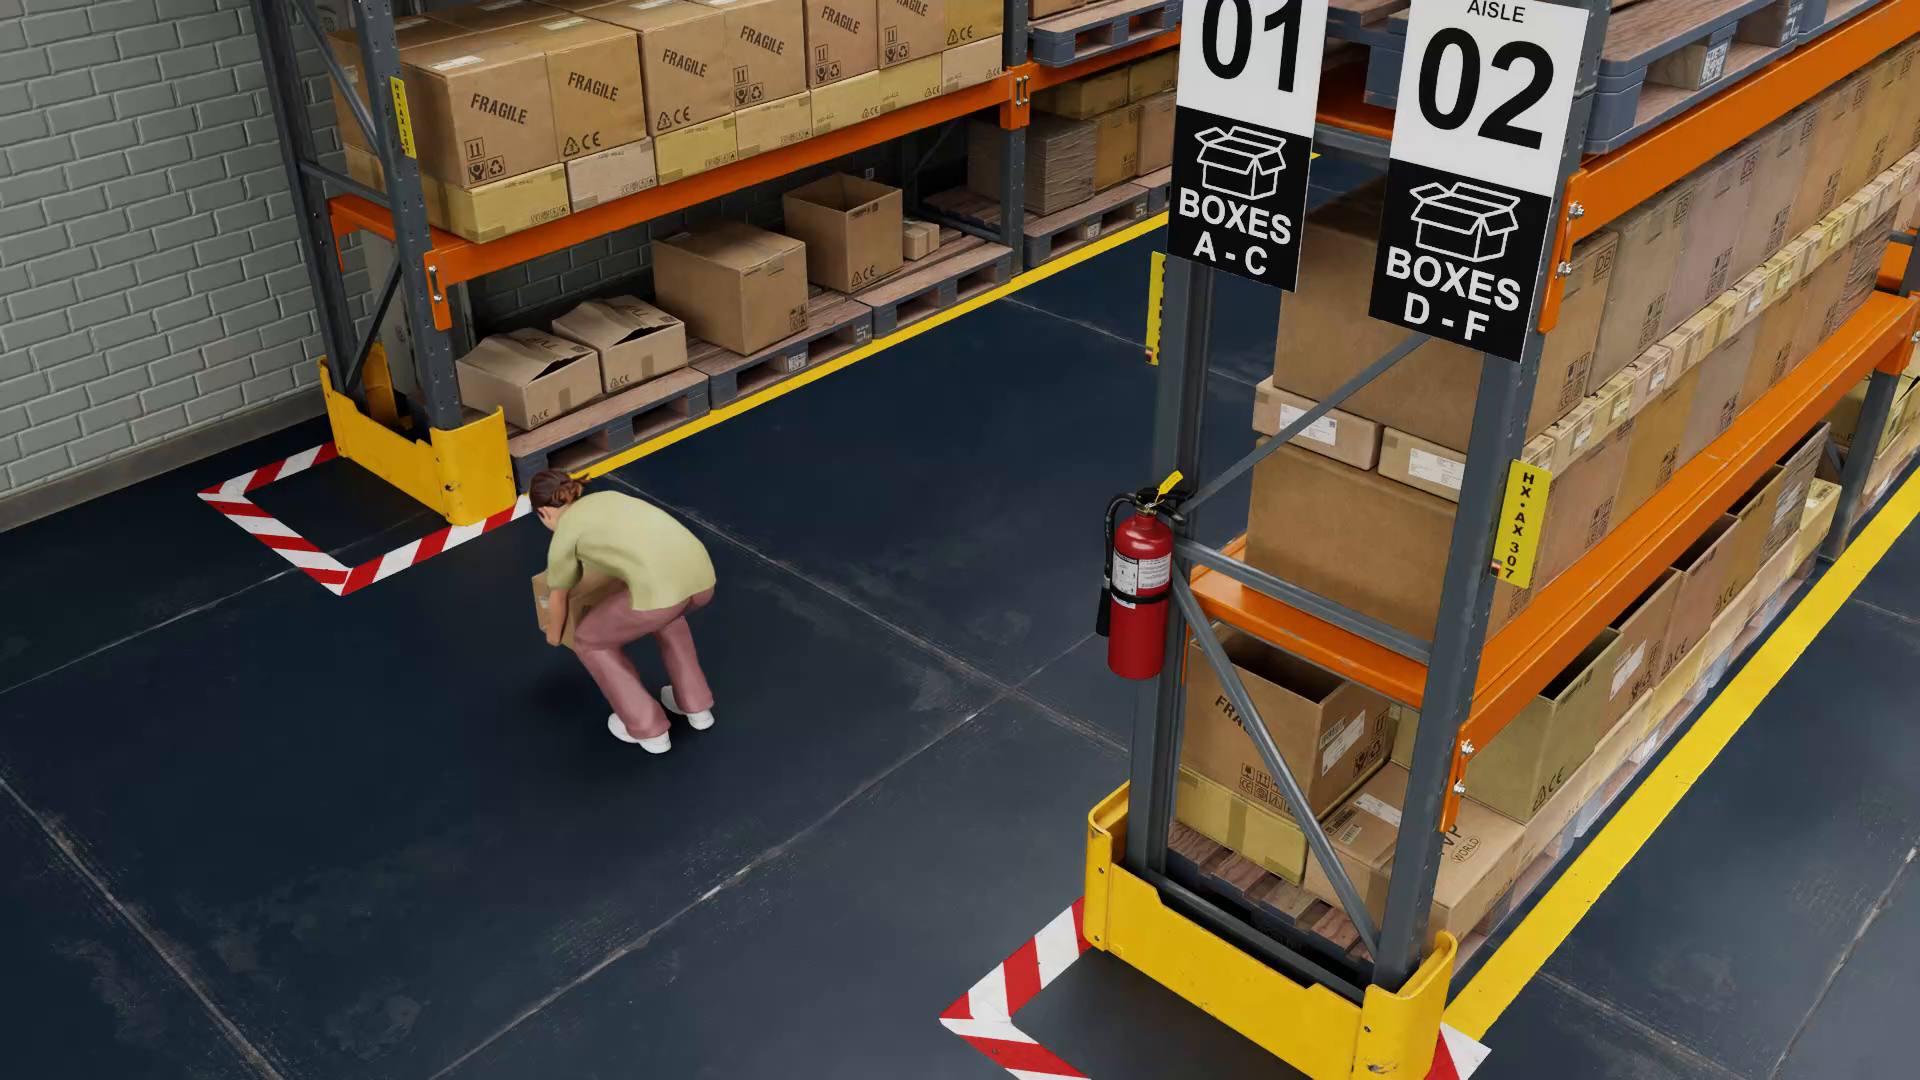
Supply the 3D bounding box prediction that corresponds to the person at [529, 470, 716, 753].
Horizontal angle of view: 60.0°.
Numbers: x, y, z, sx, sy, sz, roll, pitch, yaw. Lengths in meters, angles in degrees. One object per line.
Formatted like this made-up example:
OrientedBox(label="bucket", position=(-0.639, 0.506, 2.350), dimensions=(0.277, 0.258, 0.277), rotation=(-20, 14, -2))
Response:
OrientedBox(label="person", position=(-1.295, 0.248, 6.377), dimensions=(0.868, 1.002, 0.471), rotation=(24, 39, 33))
